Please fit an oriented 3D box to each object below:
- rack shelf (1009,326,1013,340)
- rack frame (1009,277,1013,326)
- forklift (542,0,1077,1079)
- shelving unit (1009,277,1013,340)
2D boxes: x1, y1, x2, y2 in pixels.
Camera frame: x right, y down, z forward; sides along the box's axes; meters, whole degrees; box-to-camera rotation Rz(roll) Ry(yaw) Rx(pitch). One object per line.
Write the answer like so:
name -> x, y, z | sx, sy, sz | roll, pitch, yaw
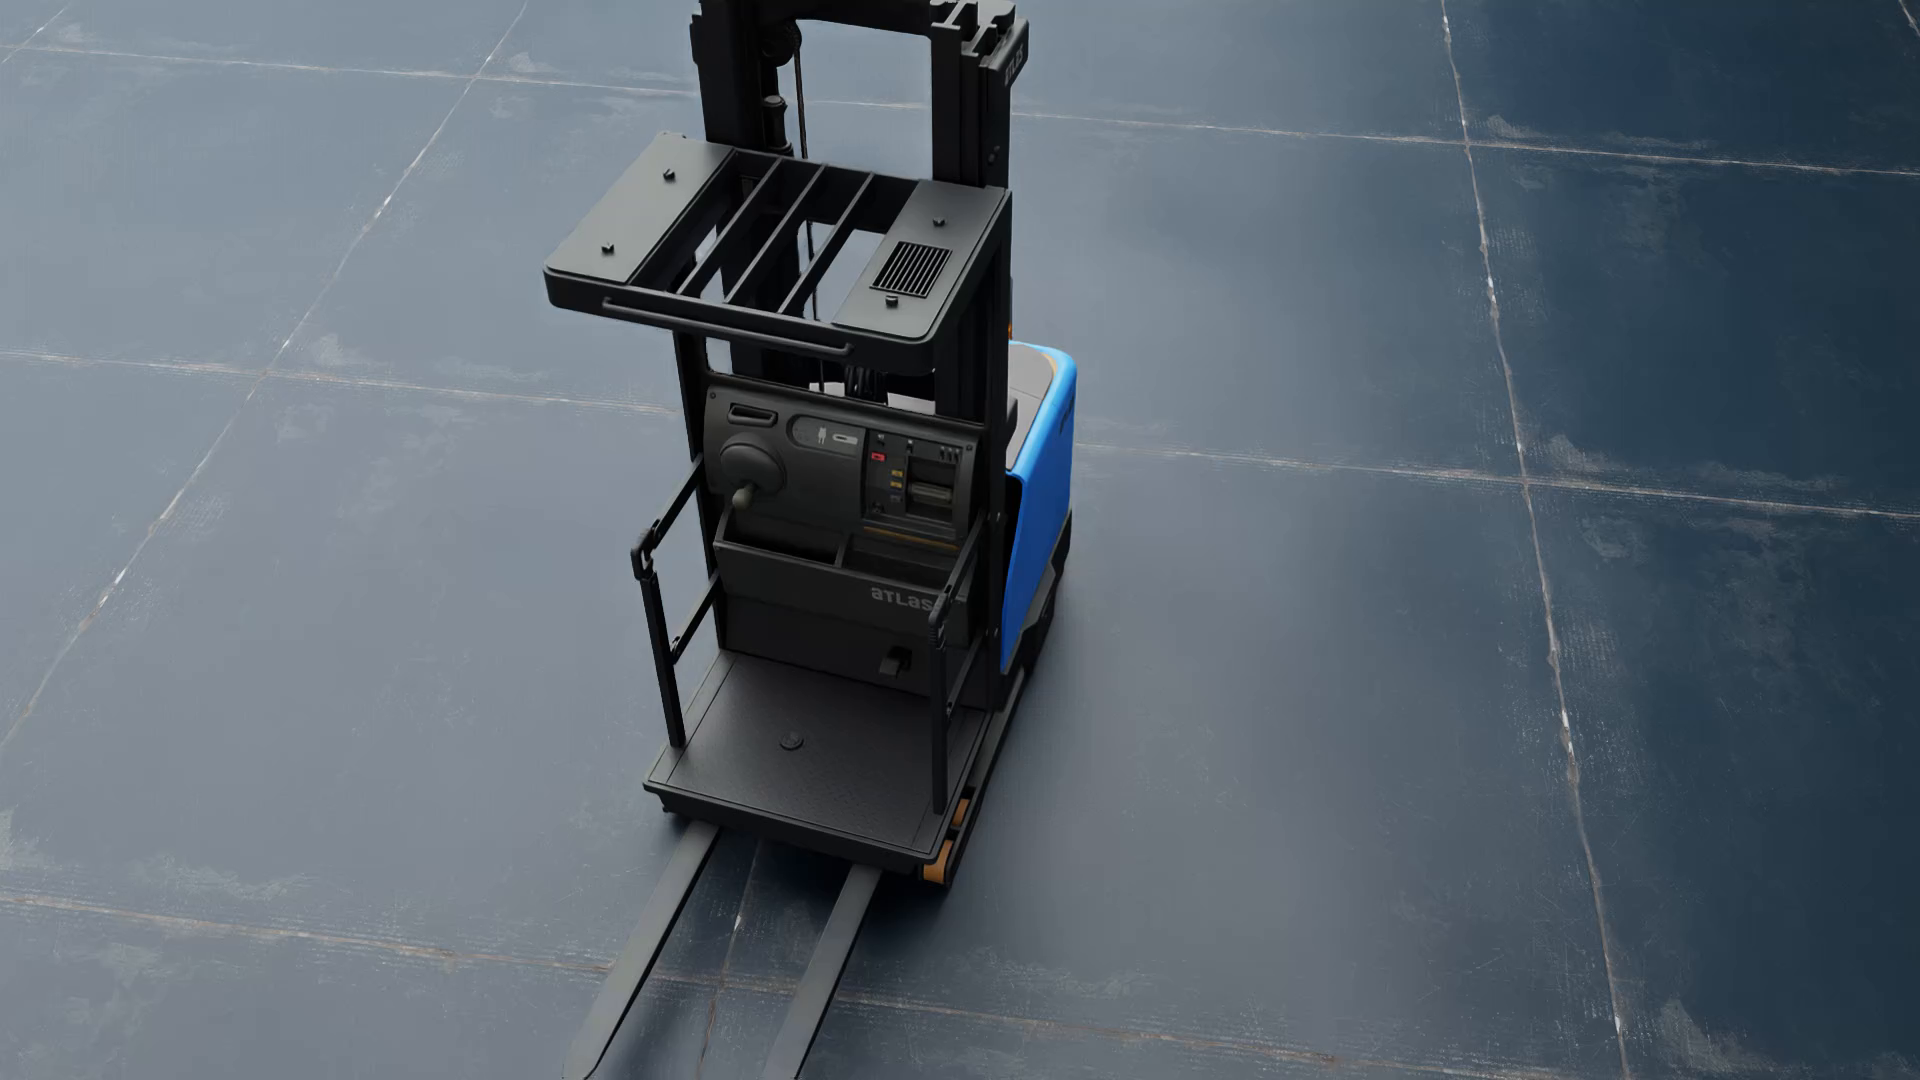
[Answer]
rack shelf -> 0.067, -0.801, 6.765 | 0.258, 0.103, 0.180 | 12, 45, 13
rack frame -> 0.095, -0.632, 7.045 | 0.240, 1.200, 0.006 | 12, 45, 13
forklift -> -0.461, -0.151, 5.278 | 1.130, 2.935, 3.031 | 12, 45, 13
shelving unit -> 0.067, -0.572, 6.982 | 0.258, 1.200, 0.189 | 12, 45, 13
